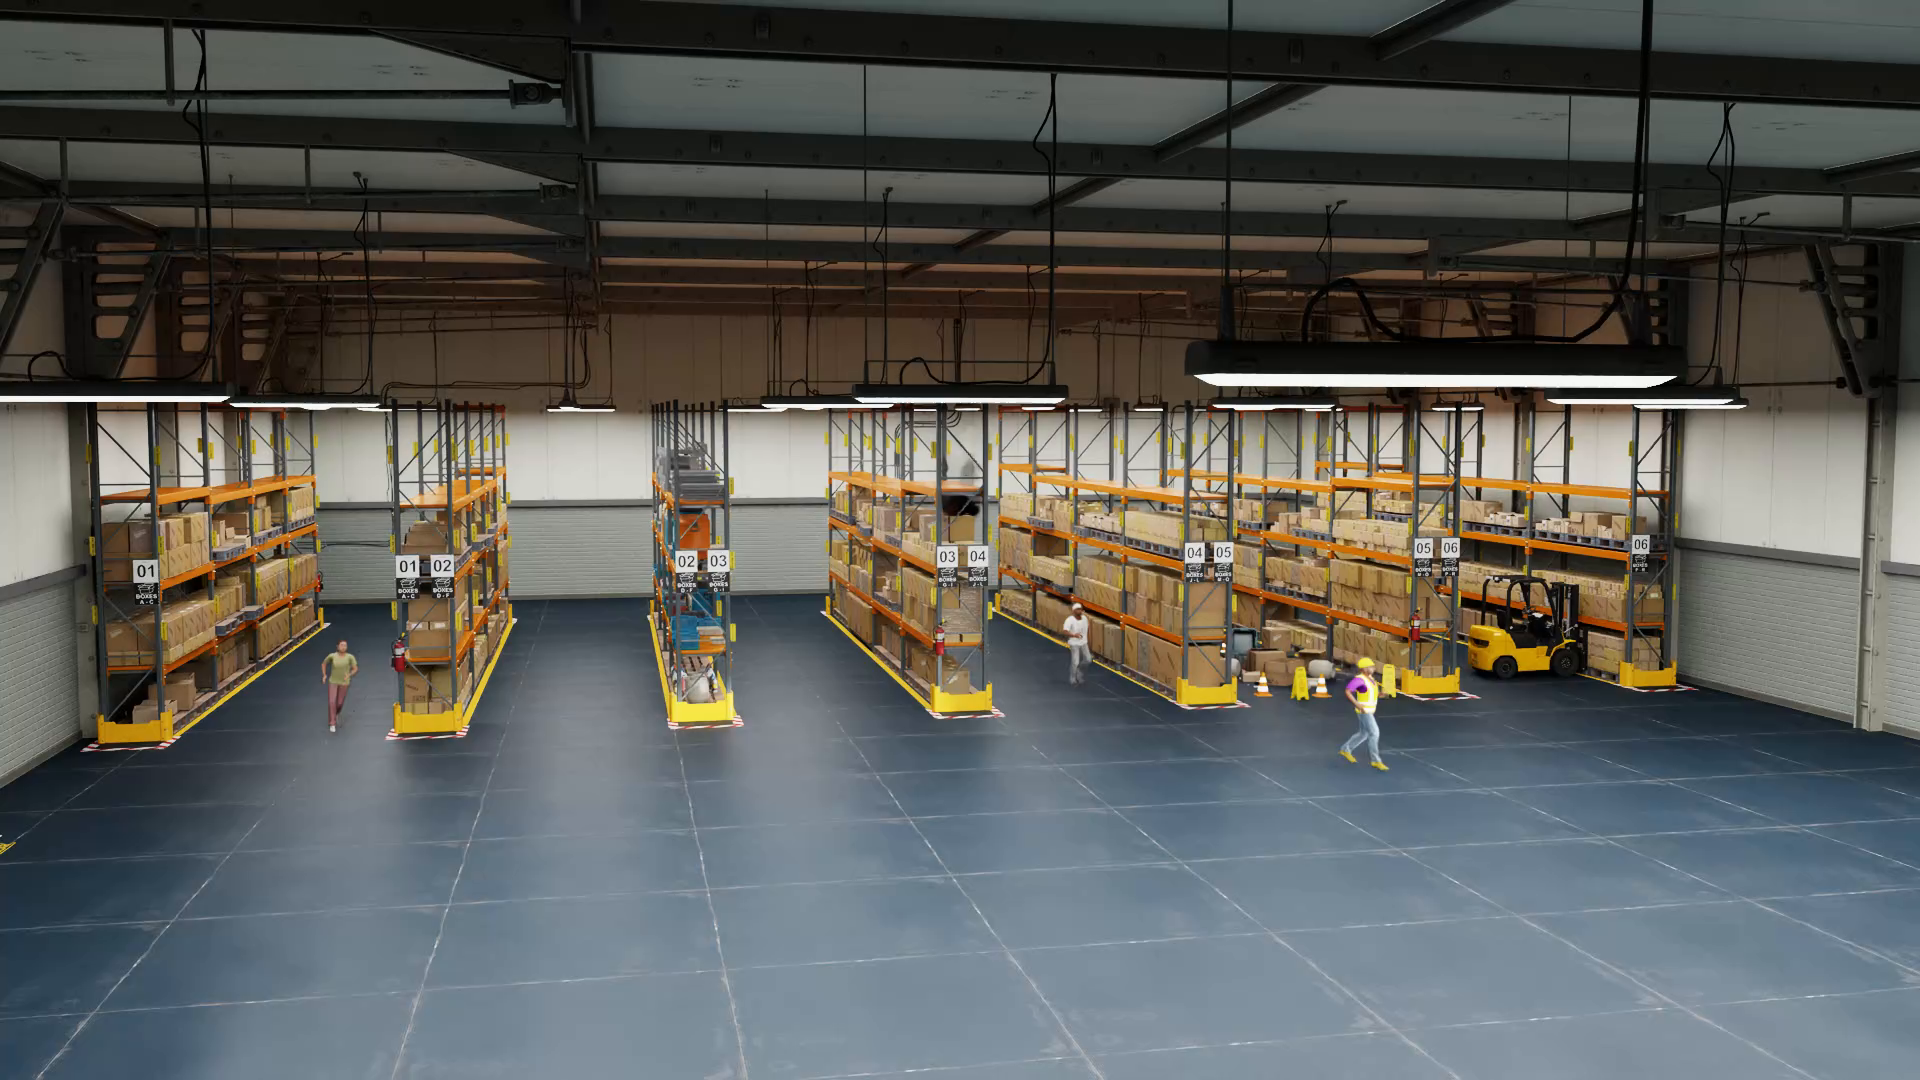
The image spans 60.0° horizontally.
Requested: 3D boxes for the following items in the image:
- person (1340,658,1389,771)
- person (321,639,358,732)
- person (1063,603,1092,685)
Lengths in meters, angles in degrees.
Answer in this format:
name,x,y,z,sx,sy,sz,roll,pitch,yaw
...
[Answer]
name,x,y,z,sx,sy,sz,roll,pitch,yaw
person,6.563,2.798,26.938,0.841,1.789,0.688,2,5,26
person,-11.332,2.633,30.396,0.615,1.664,0.803,-2,5,-22
person,2.511,2.197,35.049,0.725,1.740,0.628,-2,5,-27
